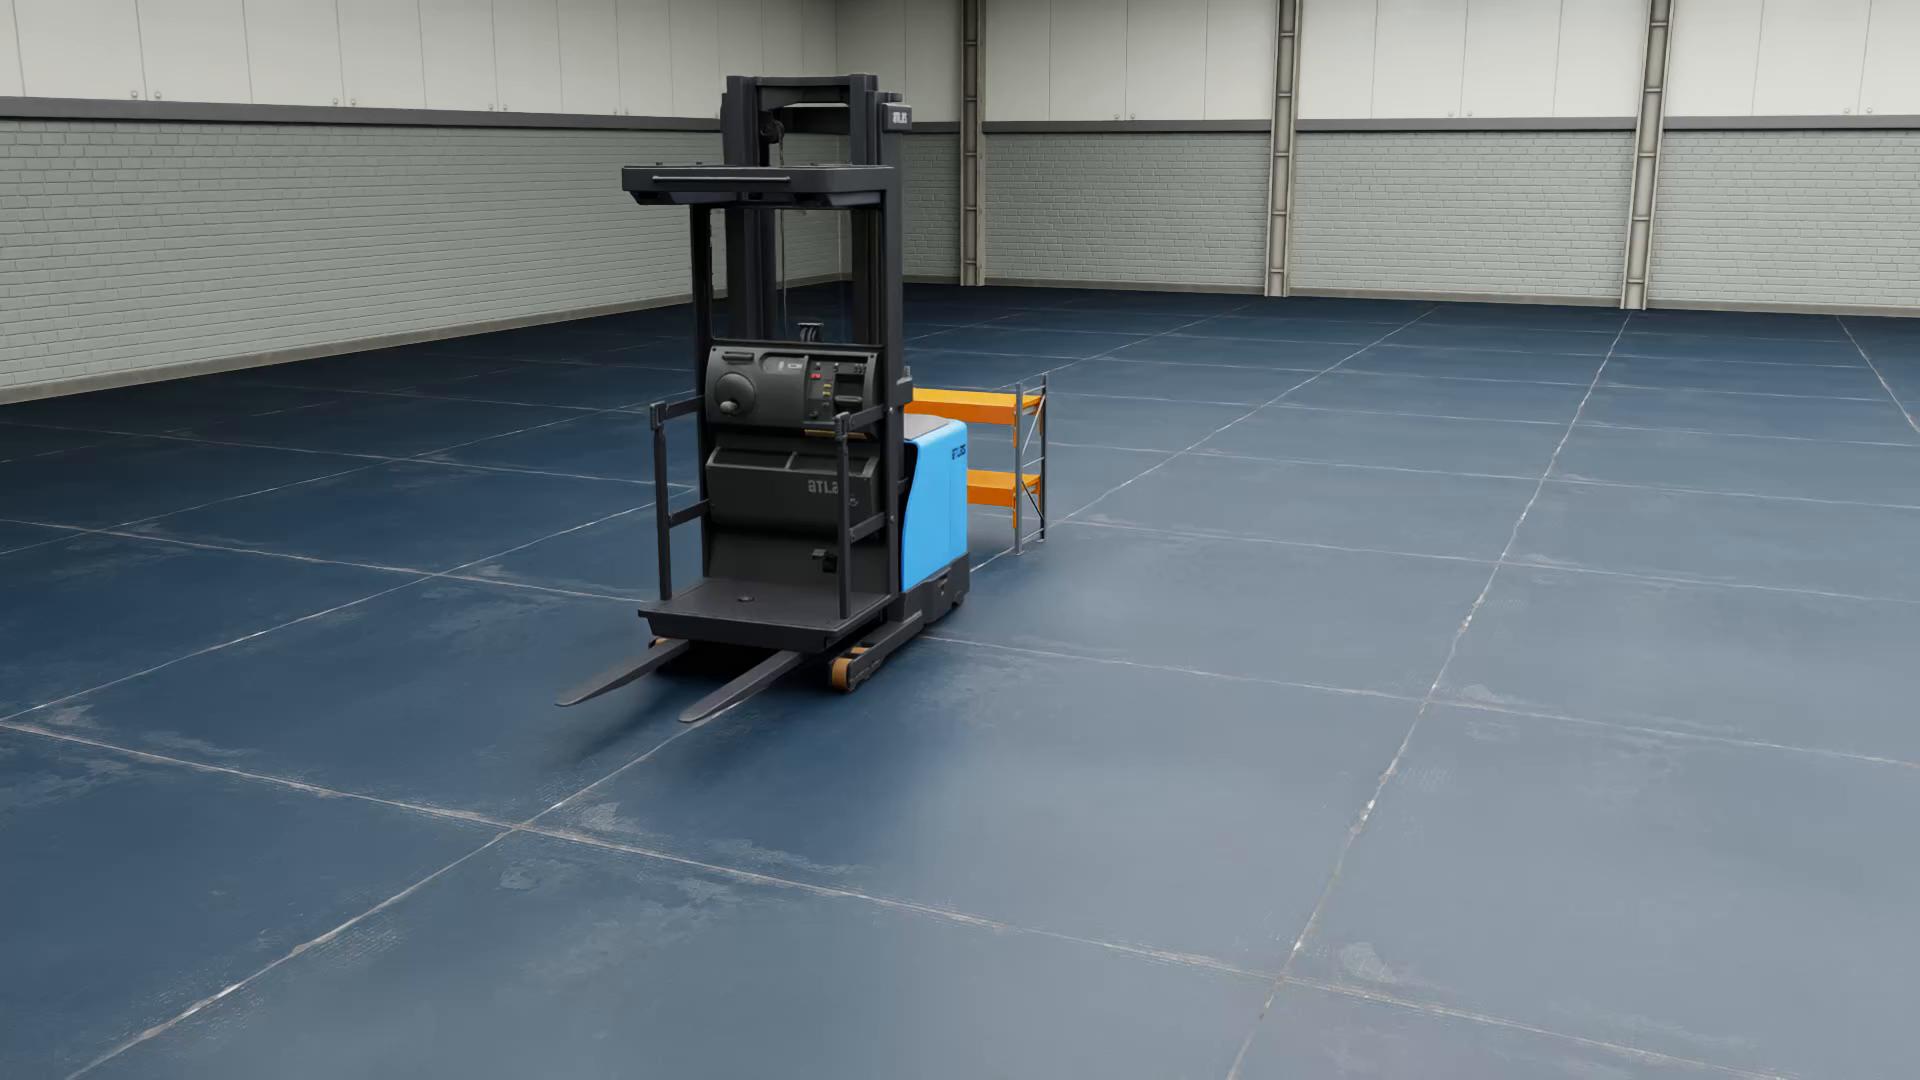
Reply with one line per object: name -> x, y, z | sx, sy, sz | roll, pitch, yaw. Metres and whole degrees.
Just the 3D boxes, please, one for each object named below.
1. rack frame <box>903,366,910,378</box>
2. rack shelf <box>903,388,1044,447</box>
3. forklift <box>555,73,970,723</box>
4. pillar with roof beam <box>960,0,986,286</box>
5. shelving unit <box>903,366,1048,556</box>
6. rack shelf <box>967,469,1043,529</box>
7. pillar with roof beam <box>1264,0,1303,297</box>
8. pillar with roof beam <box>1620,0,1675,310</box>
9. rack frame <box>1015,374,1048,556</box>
rack frame -> -0.459, -0.594, 11.324 | 0.032, 1.125, 0.500 | 6, 14, 23
rack shelf -> 0.006, -0.832, 11.057 | 1.000, 0.278, 0.538 | 6, 14, 23
forklift -> -0.930, -0.794, 8.223 | 1.130, 2.935, 3.031 | 5, 14, 20
pillar with roof beam -> -1.496, -8.454, 27.583 | 0.400, 9.000, 9.100 | 6, 14, 23
shelving unit -> 0.006, -0.547, 11.124 | 1.048, 1.125, 0.538 | 6, 14, 23
rack shelf -> 0.006, -0.309, 11.180 | 1.000, 0.278, 0.538 | 6, 14, 23
pillar with roof beam -> 3.990, -7.898, 25.217 | 0.400, 9.000, 9.100 | 6, 14, 23
pillar with roof beam -> 9.476, -7.343, 22.851 | 0.400, 9.000, 9.100 | 6, 14, 23
rack frame -> 0.471, -0.500, 10.923 | 0.032, 1.125, 0.500 | 6, 14, 23
